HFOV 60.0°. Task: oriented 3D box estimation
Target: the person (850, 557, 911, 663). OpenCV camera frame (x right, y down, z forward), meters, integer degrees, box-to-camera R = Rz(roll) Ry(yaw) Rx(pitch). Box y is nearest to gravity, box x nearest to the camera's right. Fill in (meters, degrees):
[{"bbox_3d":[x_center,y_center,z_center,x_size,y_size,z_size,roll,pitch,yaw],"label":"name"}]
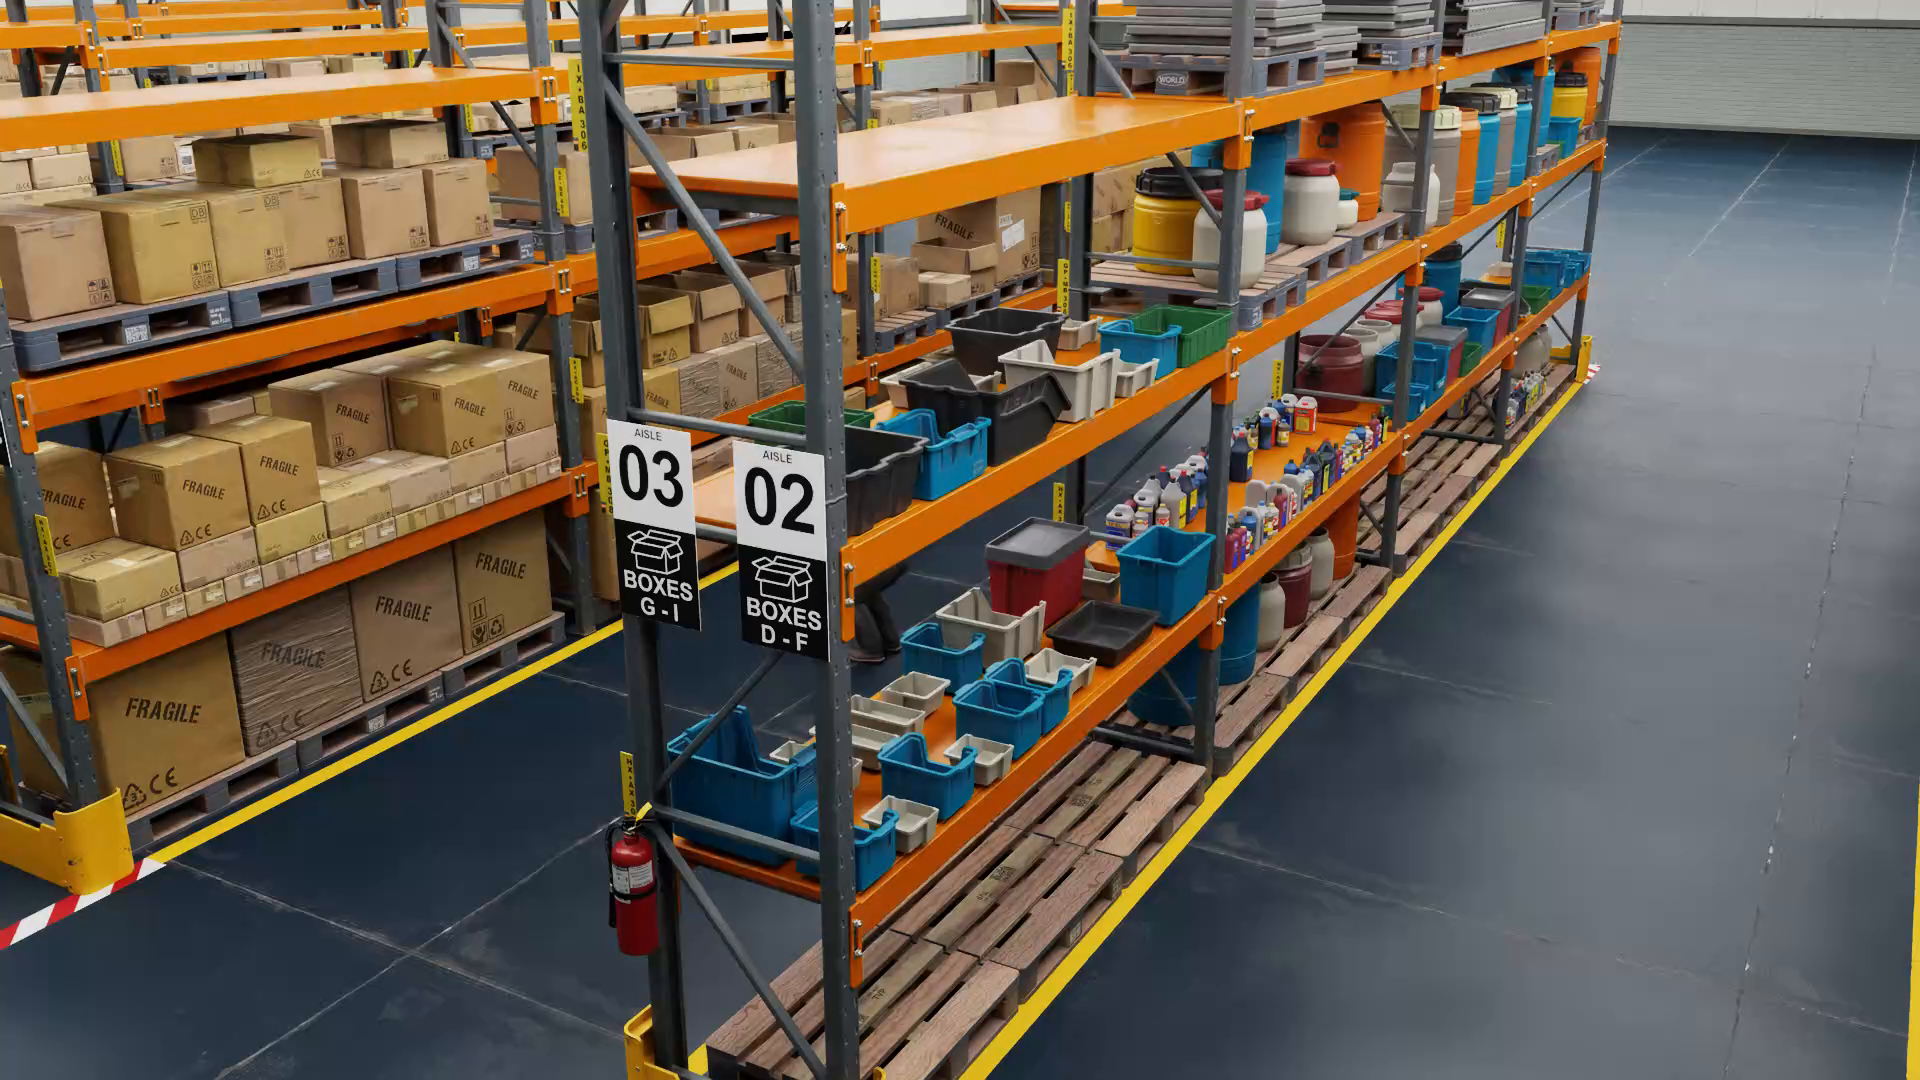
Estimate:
[{"bbox_3d":[-0.673,0.171,11.939,0.577,1.441,0.492,11,22,28],"label":"person"}]
